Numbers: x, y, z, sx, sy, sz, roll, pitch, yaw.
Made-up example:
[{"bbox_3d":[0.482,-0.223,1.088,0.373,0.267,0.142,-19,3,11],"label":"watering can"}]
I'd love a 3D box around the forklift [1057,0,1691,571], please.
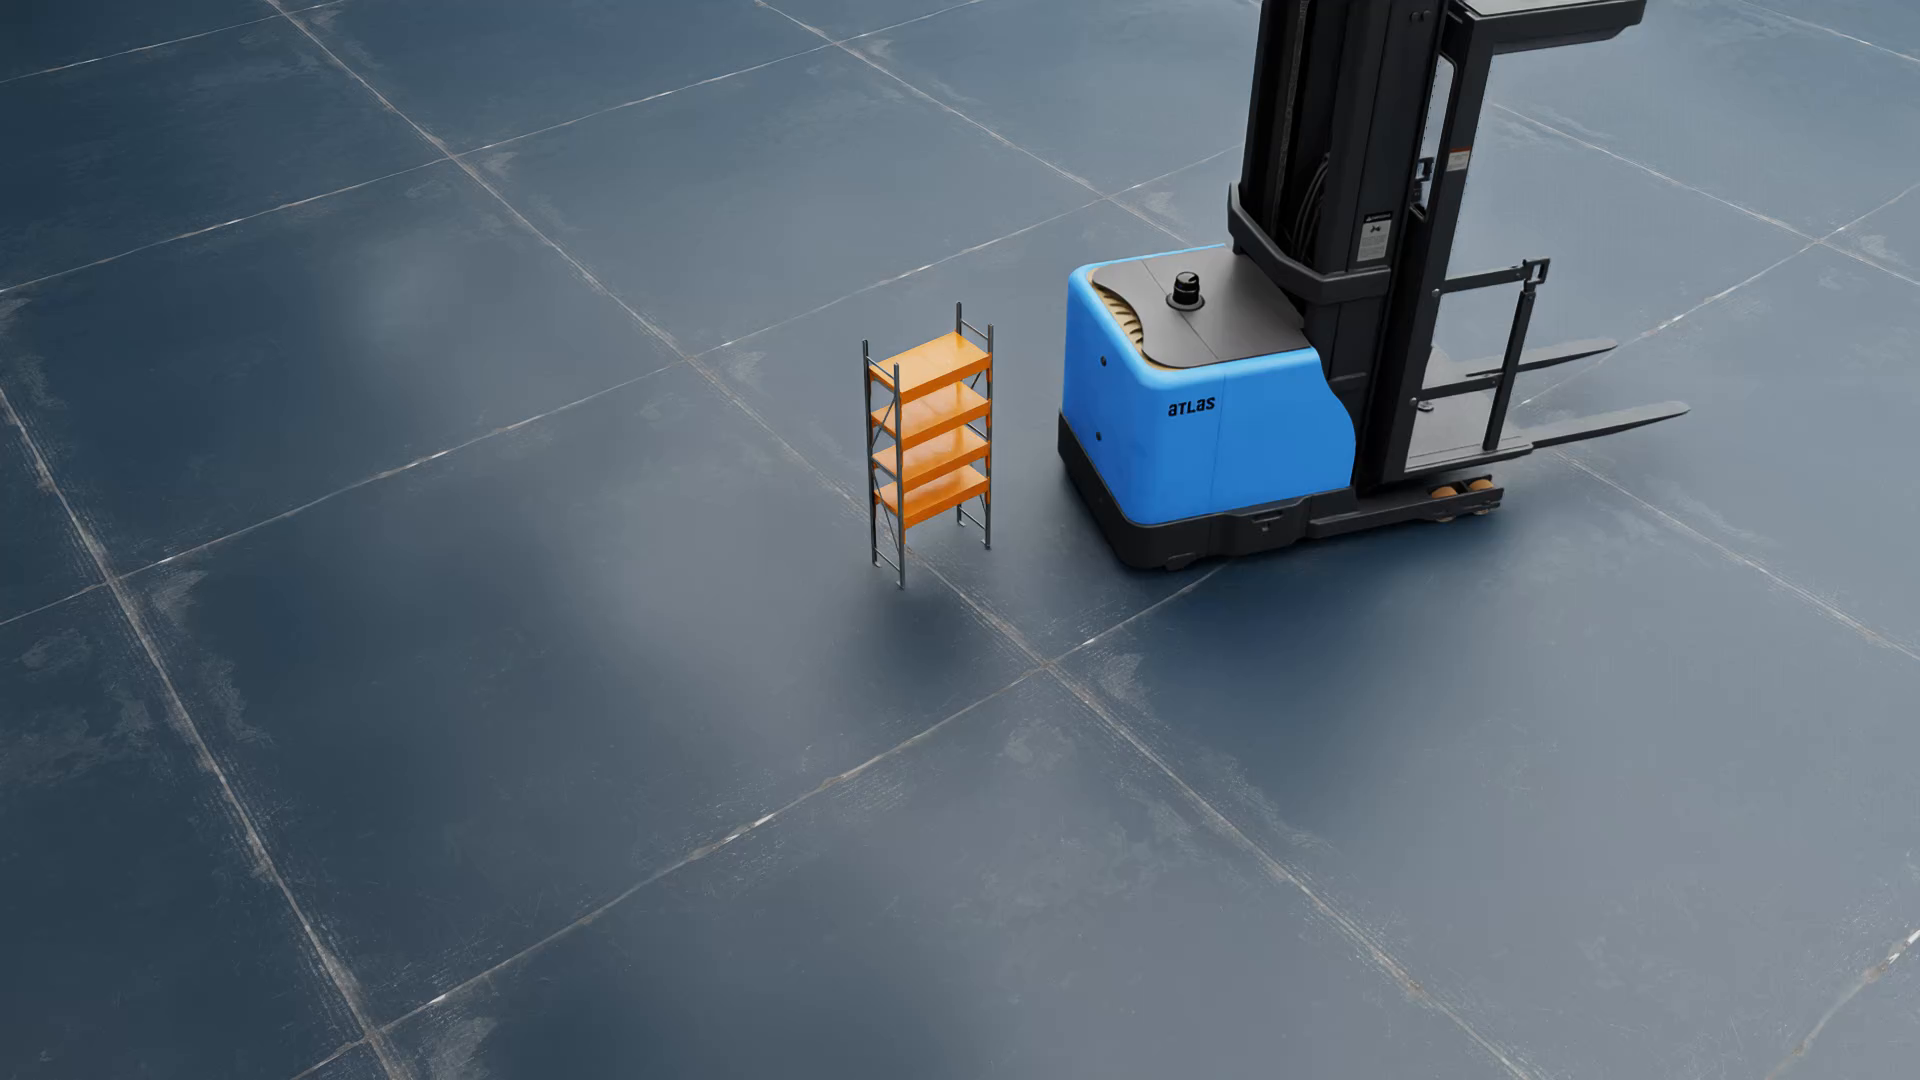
[{"bbox_3d":[2.055,-1.529,7.302,3.031,2.935,1.130,-11,41,-13],"label":"forklift"}]

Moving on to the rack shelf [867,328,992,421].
[{"bbox_3d":[-0.131,-0.704,7.042,0.480,0.148,0.258,-26,46,-28],"label":"rack shelf"}]

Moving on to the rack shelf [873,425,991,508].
[{"bbox_3d":[-0.131,-0.348,7.334,0.480,0.148,0.258,-26,46,-28],"label":"rack shelf"}]

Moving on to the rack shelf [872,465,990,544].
[{"bbox_3d":[-0.131,-0.194,7.460,0.480,0.148,0.258,-26,46,-28],"label":"rack shelf"}]

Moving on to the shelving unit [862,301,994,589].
[{"bbox_3d":[-0.131,-0.400,7.291,0.503,1.200,0.258,-26,46,-28],"label":"shelving unit"}]

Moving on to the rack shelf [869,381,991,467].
[{"bbox_3d":[-0.131,-0.521,7.192,0.480,0.148,0.258,-26,46,-28],"label":"rack shelf"}]

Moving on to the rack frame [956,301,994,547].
[{"bbox_3d":[0.062,-0.494,7.406,0.015,1.200,0.240,-26,46,-28],"label":"rack frame"}]

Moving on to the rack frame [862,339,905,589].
[{"bbox_3d":[-0.325,-0.306,7.177,0.015,1.200,0.240,-26,46,-28],"label":"rack frame"}]
